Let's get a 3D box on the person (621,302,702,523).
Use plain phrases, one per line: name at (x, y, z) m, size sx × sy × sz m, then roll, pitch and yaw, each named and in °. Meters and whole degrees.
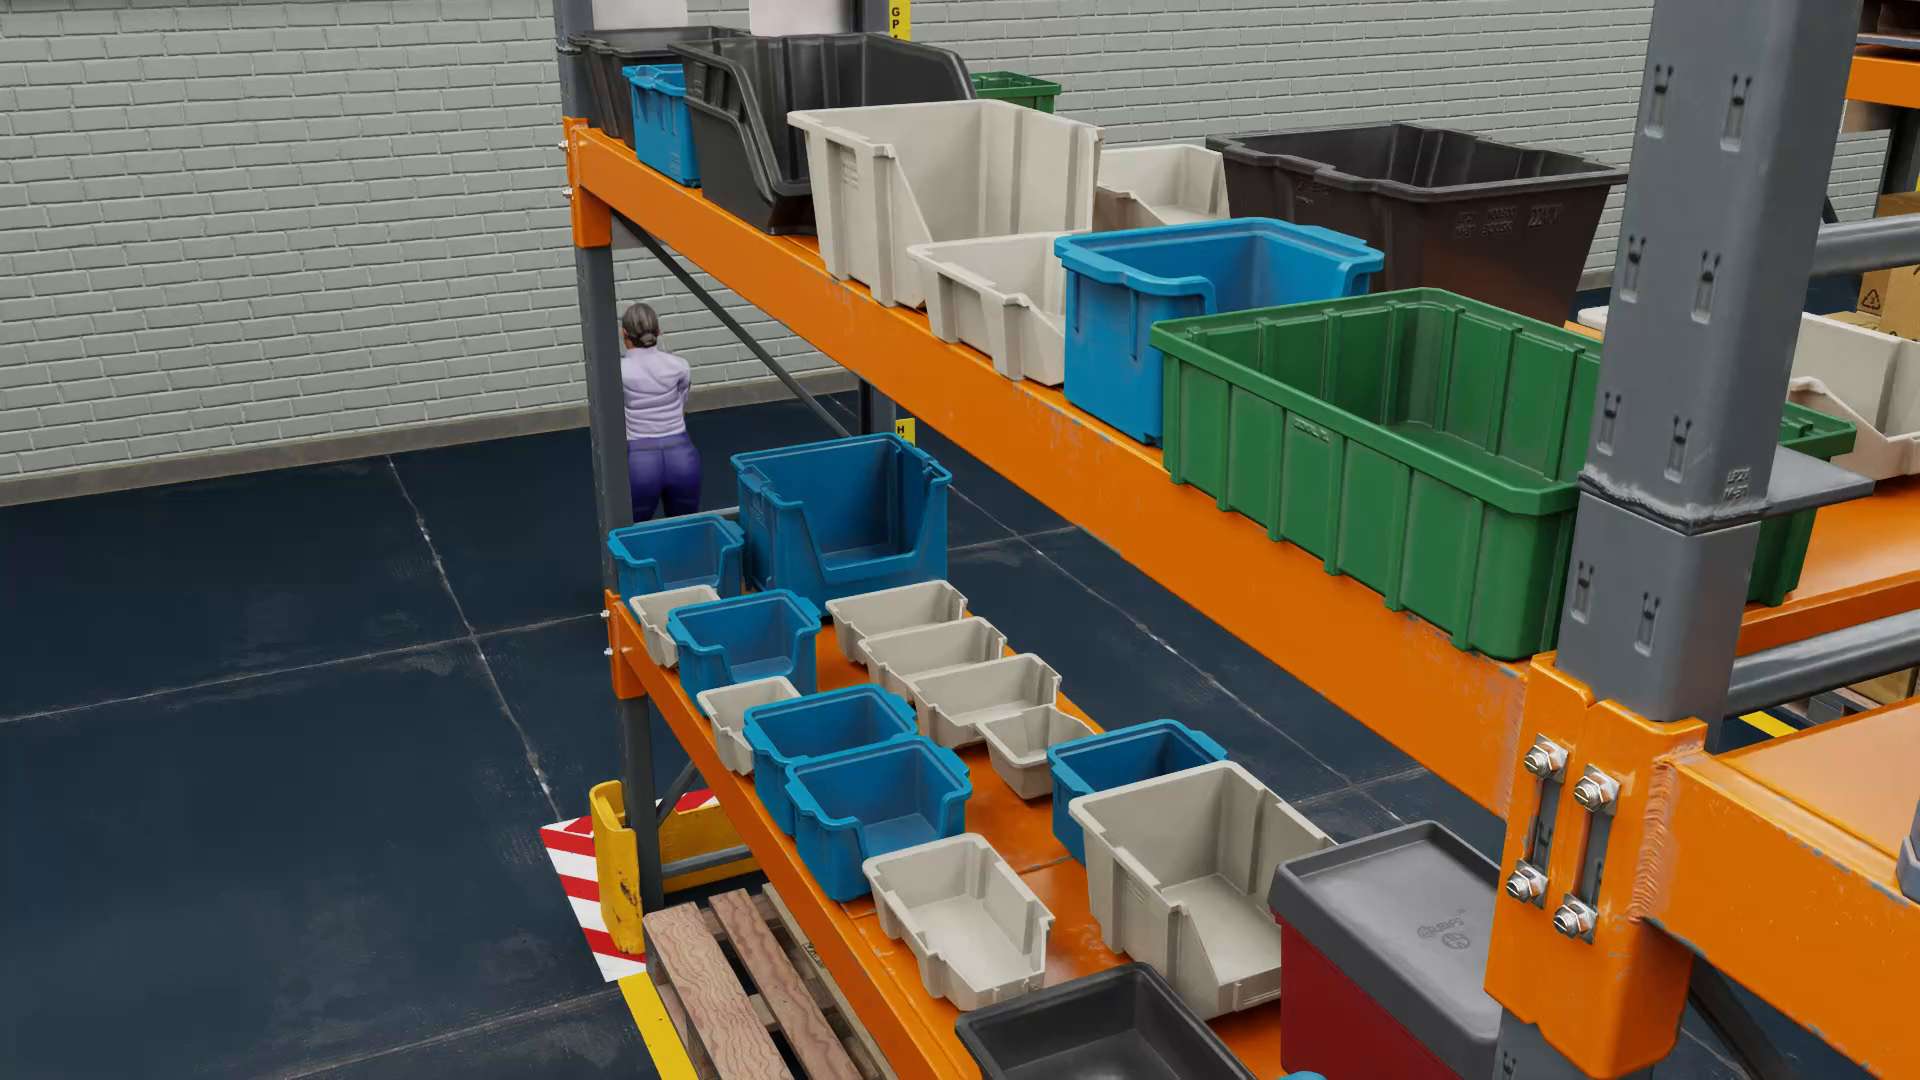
person at (-1.487, -0.343, 7.962) m, size 0.434 × 1.646 × 0.529 m, roll -10°, pitch 24°, yaw -24°
